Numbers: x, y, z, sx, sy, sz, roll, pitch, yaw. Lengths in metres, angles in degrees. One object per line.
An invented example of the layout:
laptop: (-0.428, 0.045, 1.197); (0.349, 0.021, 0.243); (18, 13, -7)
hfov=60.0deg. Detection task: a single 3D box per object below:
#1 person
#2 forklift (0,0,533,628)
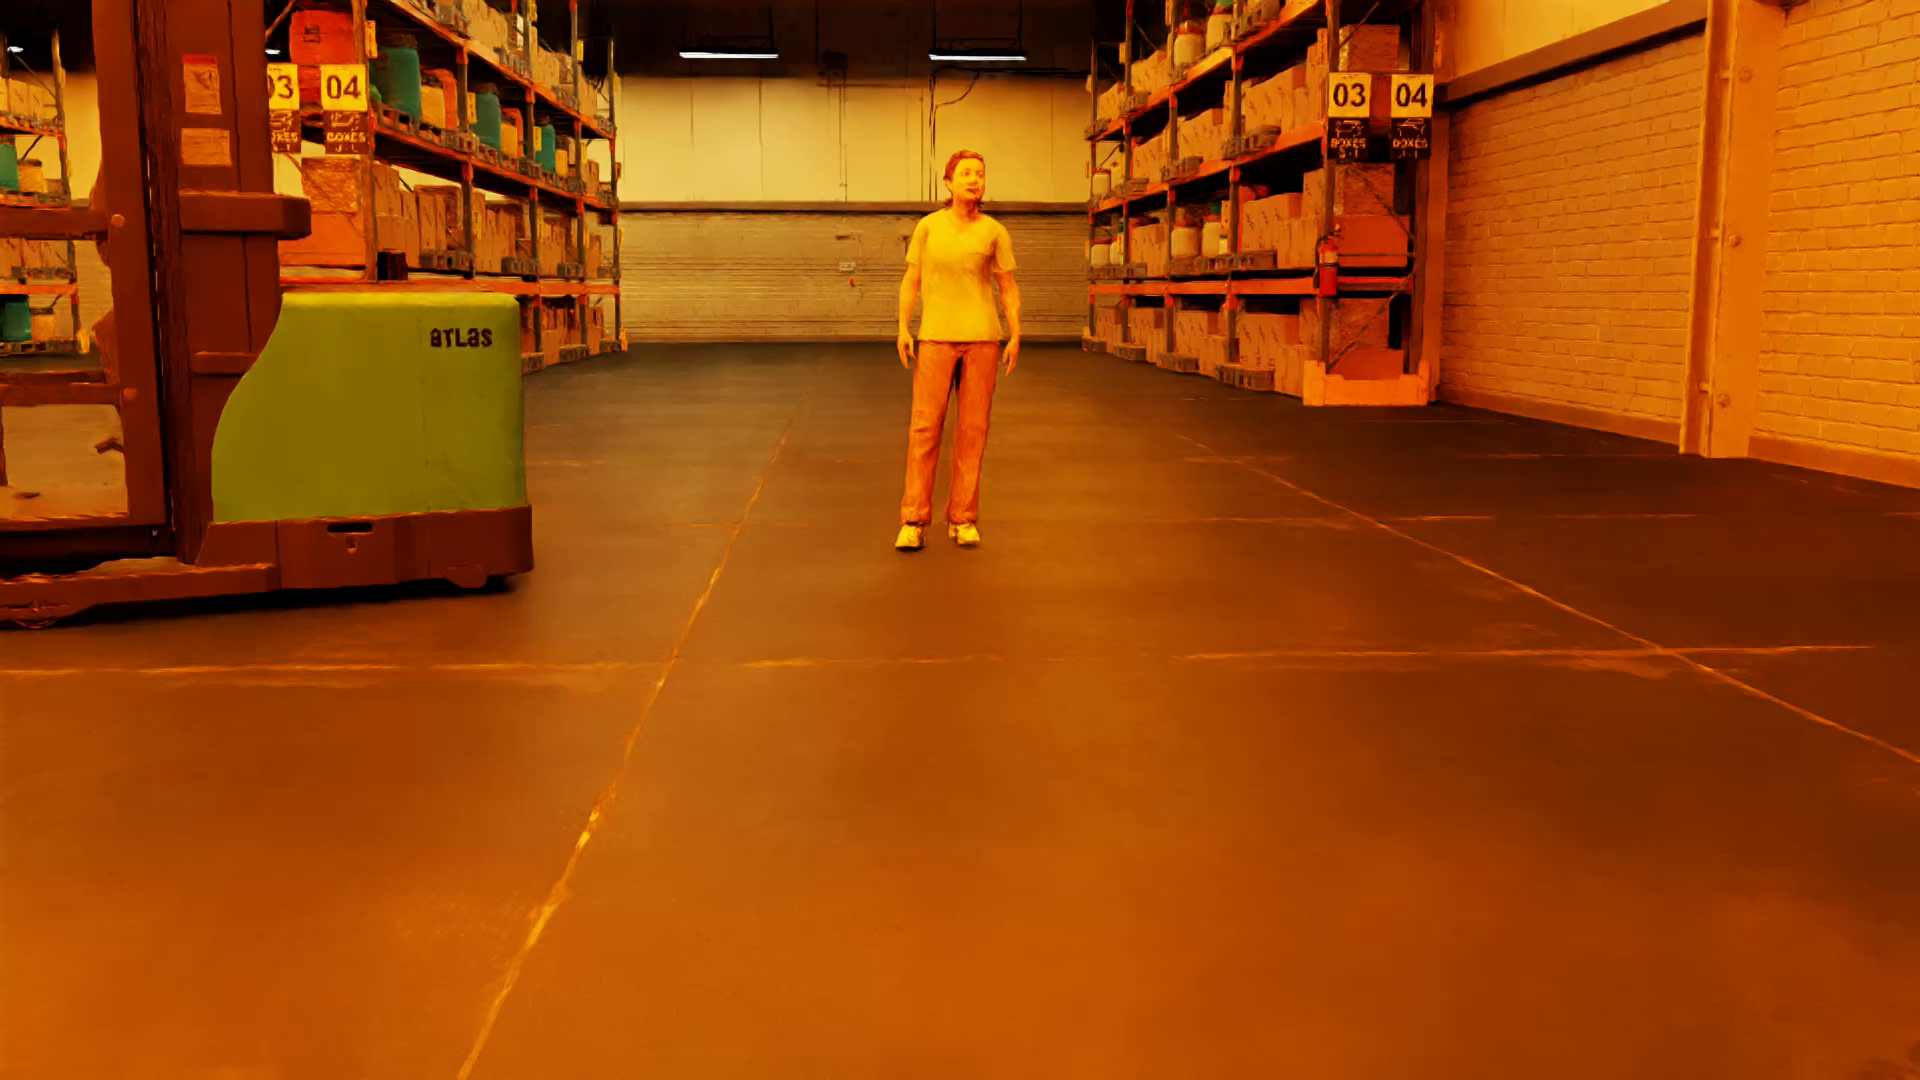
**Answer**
person: (-0.006, -0.825, 7.112); (0.554, 1.674, 0.548); (-1, 8, -4)
forklift: (-3.127, -1.240, 5.681); (3.031, 2.935, 1.130); (-4, 9, -24)
